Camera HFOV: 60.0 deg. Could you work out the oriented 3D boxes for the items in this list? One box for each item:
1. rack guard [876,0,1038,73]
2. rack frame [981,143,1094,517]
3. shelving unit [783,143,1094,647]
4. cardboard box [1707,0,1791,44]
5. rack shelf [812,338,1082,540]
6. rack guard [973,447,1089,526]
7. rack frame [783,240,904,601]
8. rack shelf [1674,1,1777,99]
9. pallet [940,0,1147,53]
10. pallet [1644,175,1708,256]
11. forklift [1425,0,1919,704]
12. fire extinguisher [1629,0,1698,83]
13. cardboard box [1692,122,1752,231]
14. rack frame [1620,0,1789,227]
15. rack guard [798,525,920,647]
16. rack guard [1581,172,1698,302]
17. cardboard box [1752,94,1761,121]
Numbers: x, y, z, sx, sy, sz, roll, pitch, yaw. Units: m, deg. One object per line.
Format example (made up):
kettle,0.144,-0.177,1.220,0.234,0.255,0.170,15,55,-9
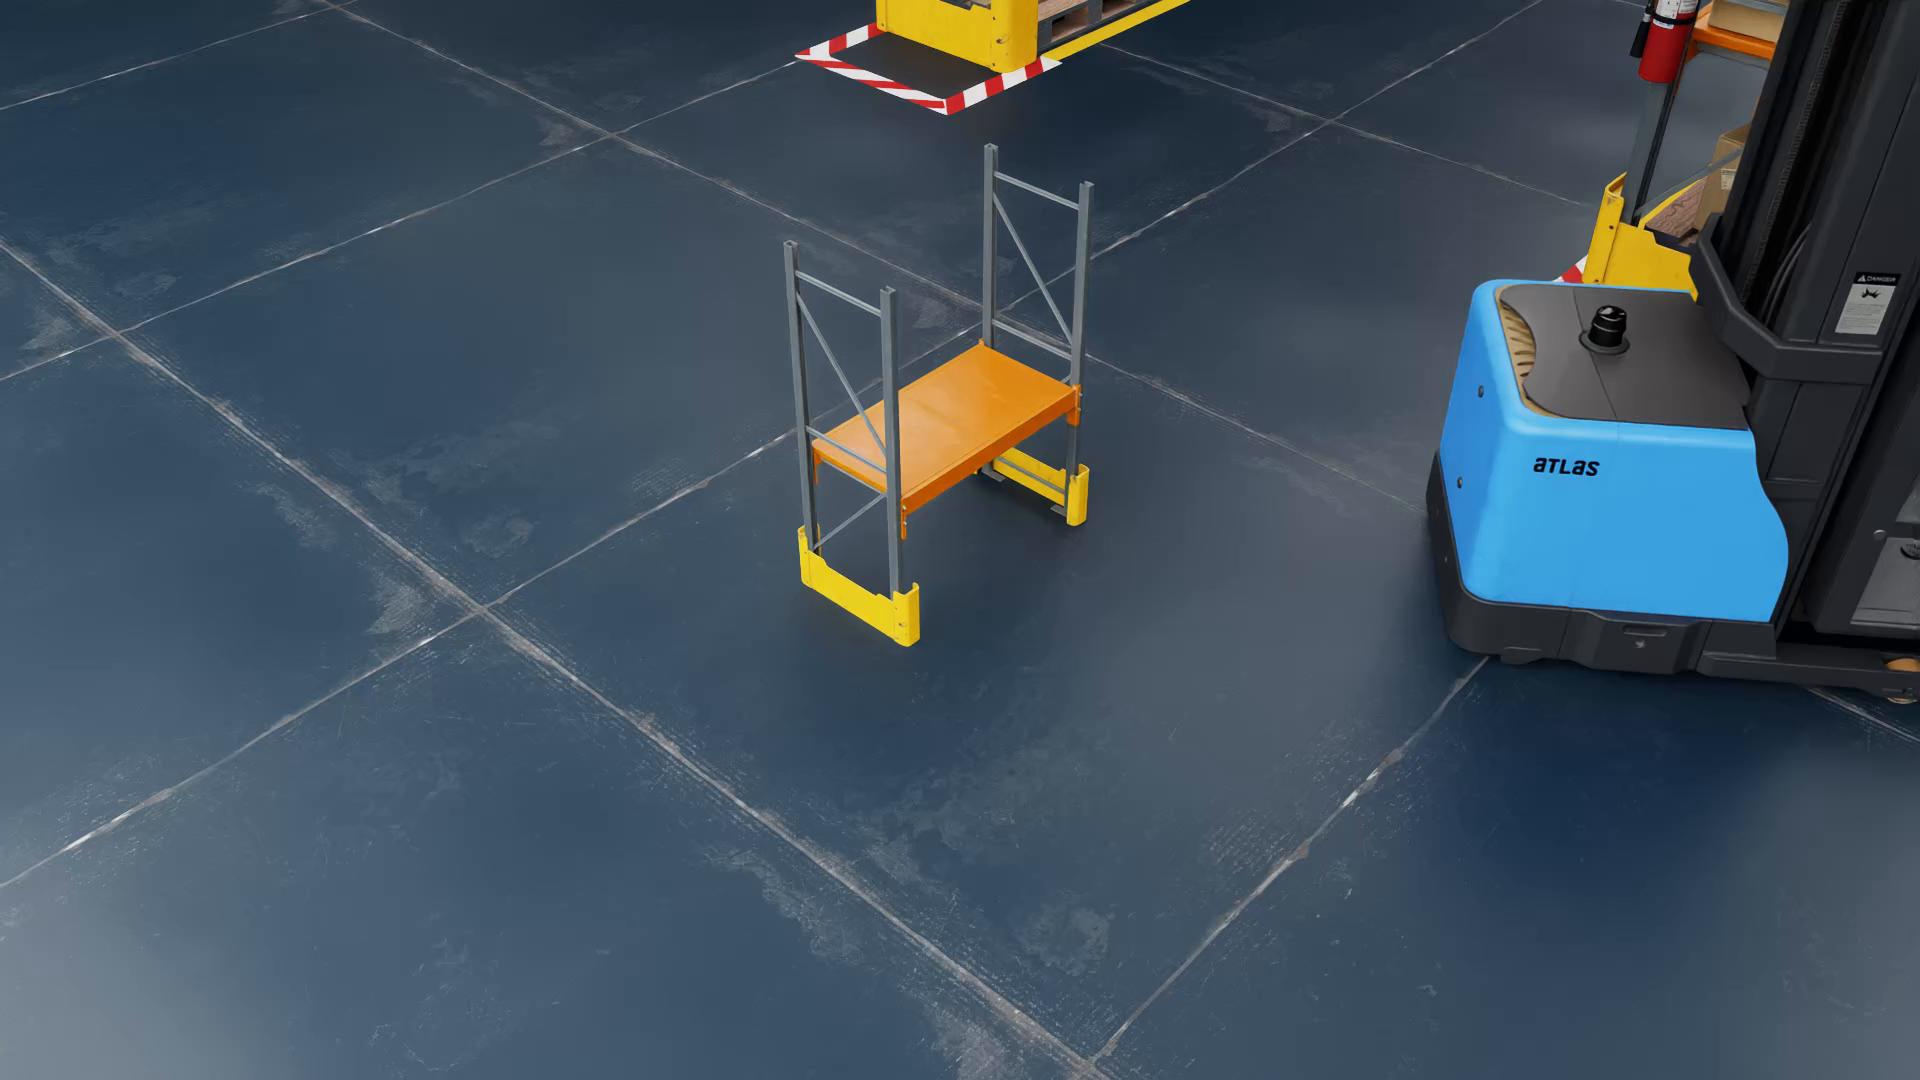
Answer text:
rack guard,-0.031,-3.433,10.665,1.175,0.500,0.348,30,47,32
rack frame,0.285,-0.781,6.528,0.500,1.500,0.032,30,47,32
shelving unit,-0.051,-0.552,6.239,0.587,1.500,1.083,30,47,32
cardboard box,3.648,-2.396,7.555,0.380,0.149,0.250,30,47,32
rack shelf,-0.058,-0.407,6.346,0.538,0.185,1.000,30,47,32
rack guard,0.285,-0.292,6.916,0.587,0.250,0.087,30,47,32
rack frame,-0.401,-0.314,5.940,0.500,1.500,0.032,30,47,32
rack shelf,4.957,-2.914,8.582,1.077,0.370,4.000,30,47,32
pallet,0.521,-3.690,11.221,1.003,0.211,1.213,30,47,32
pallet,4.234,-1.578,8.565,1.003,0.211,1.213,30,47,32
forklift,3.373,-0.894,5.519,3.031,2.935,1.130,4,39,5
fire extinguisher,3.191,-2.387,7.404,0.296,0.674,0.183,30,47,32
cardboard box,4.042,-1.742,8.202,0.500,0.500,0.500,-25,45,-28
rack frame,3.608,-2.277,7.203,1.000,3.000,0.127,30,47,32
rack guard,-0.387,0.166,6.340,0.587,0.250,0.087,30,47,32
rack guard,3.659,-1.333,8.025,1.175,0.500,0.348,30,47,32
cardboard box,4.420,-2.031,8.566,0.500,0.500,0.500,-22,43,-25
